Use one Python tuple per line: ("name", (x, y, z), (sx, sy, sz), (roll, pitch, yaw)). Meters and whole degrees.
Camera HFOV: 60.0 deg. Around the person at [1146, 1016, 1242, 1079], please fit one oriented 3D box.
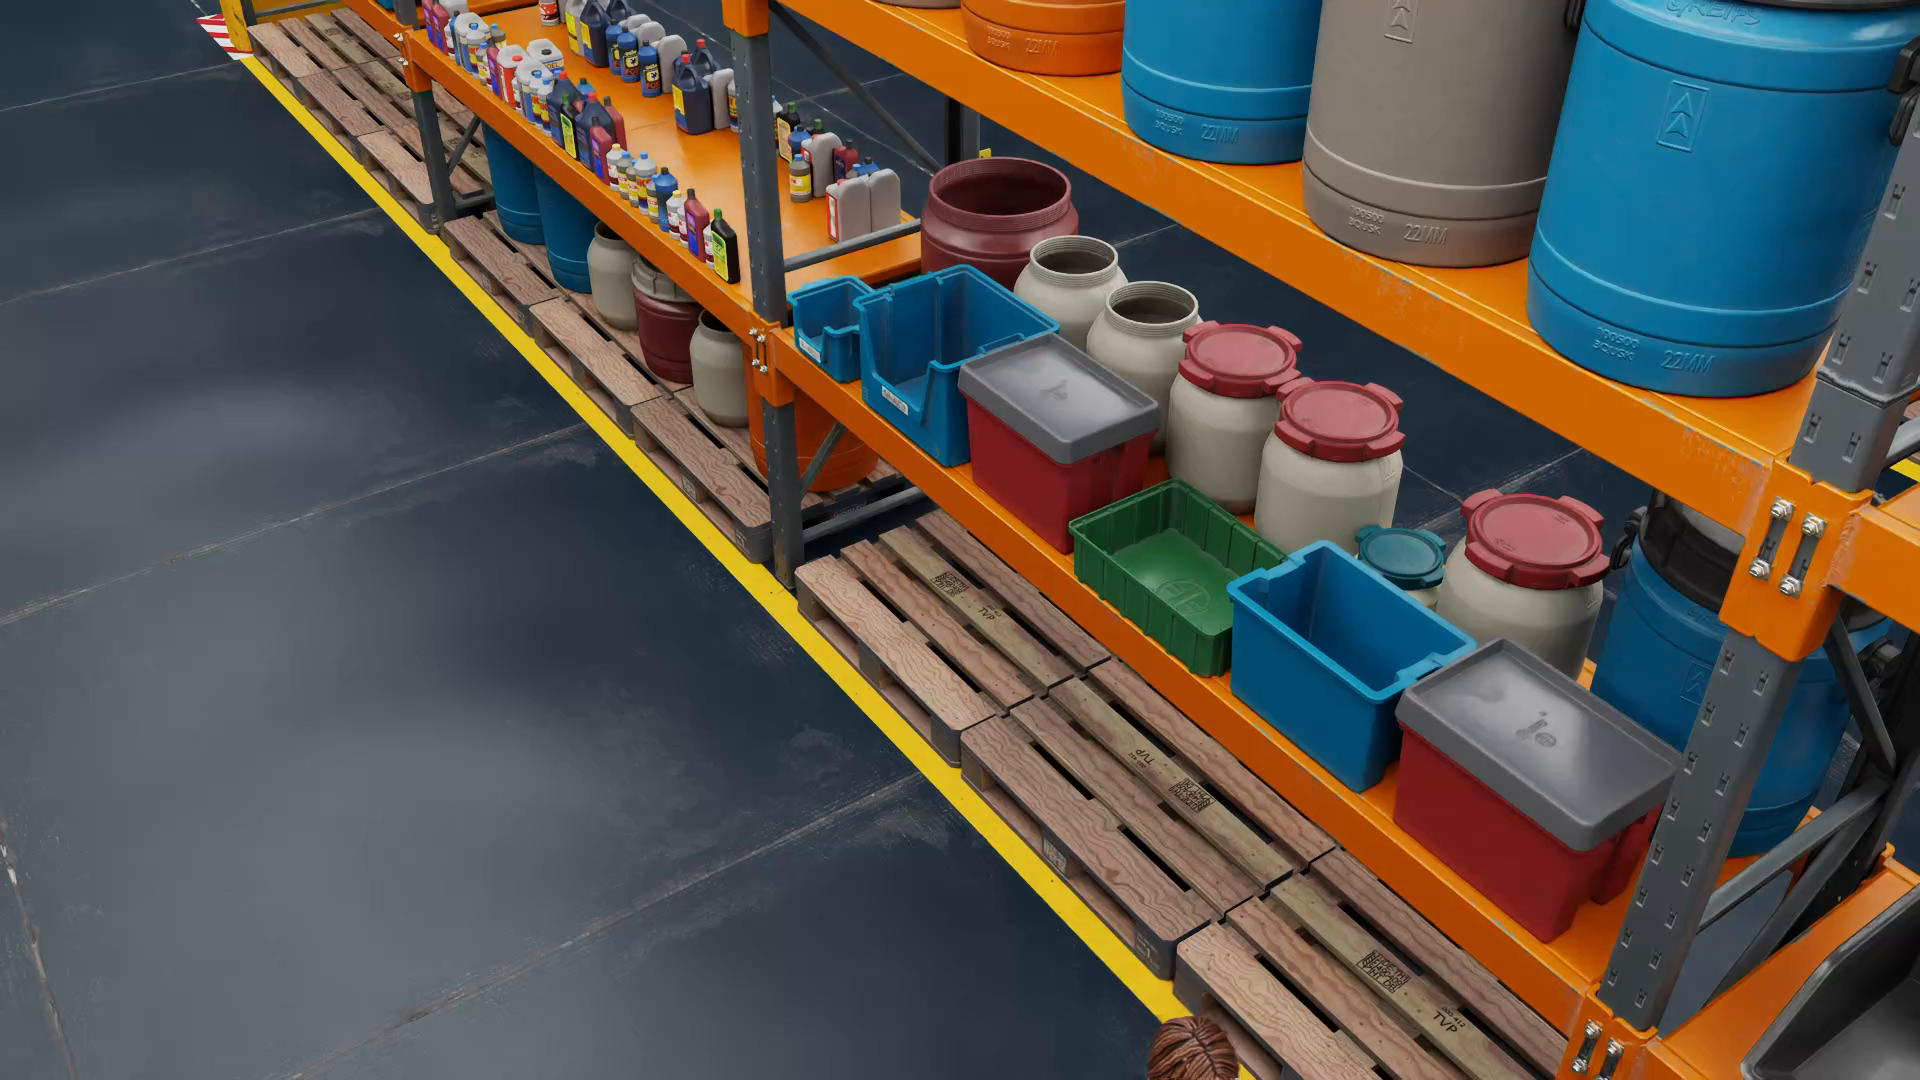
("person", (0.467, 1.645, 3.947), (0.410, 1.583, 0.614), (-11, 38, -14))
